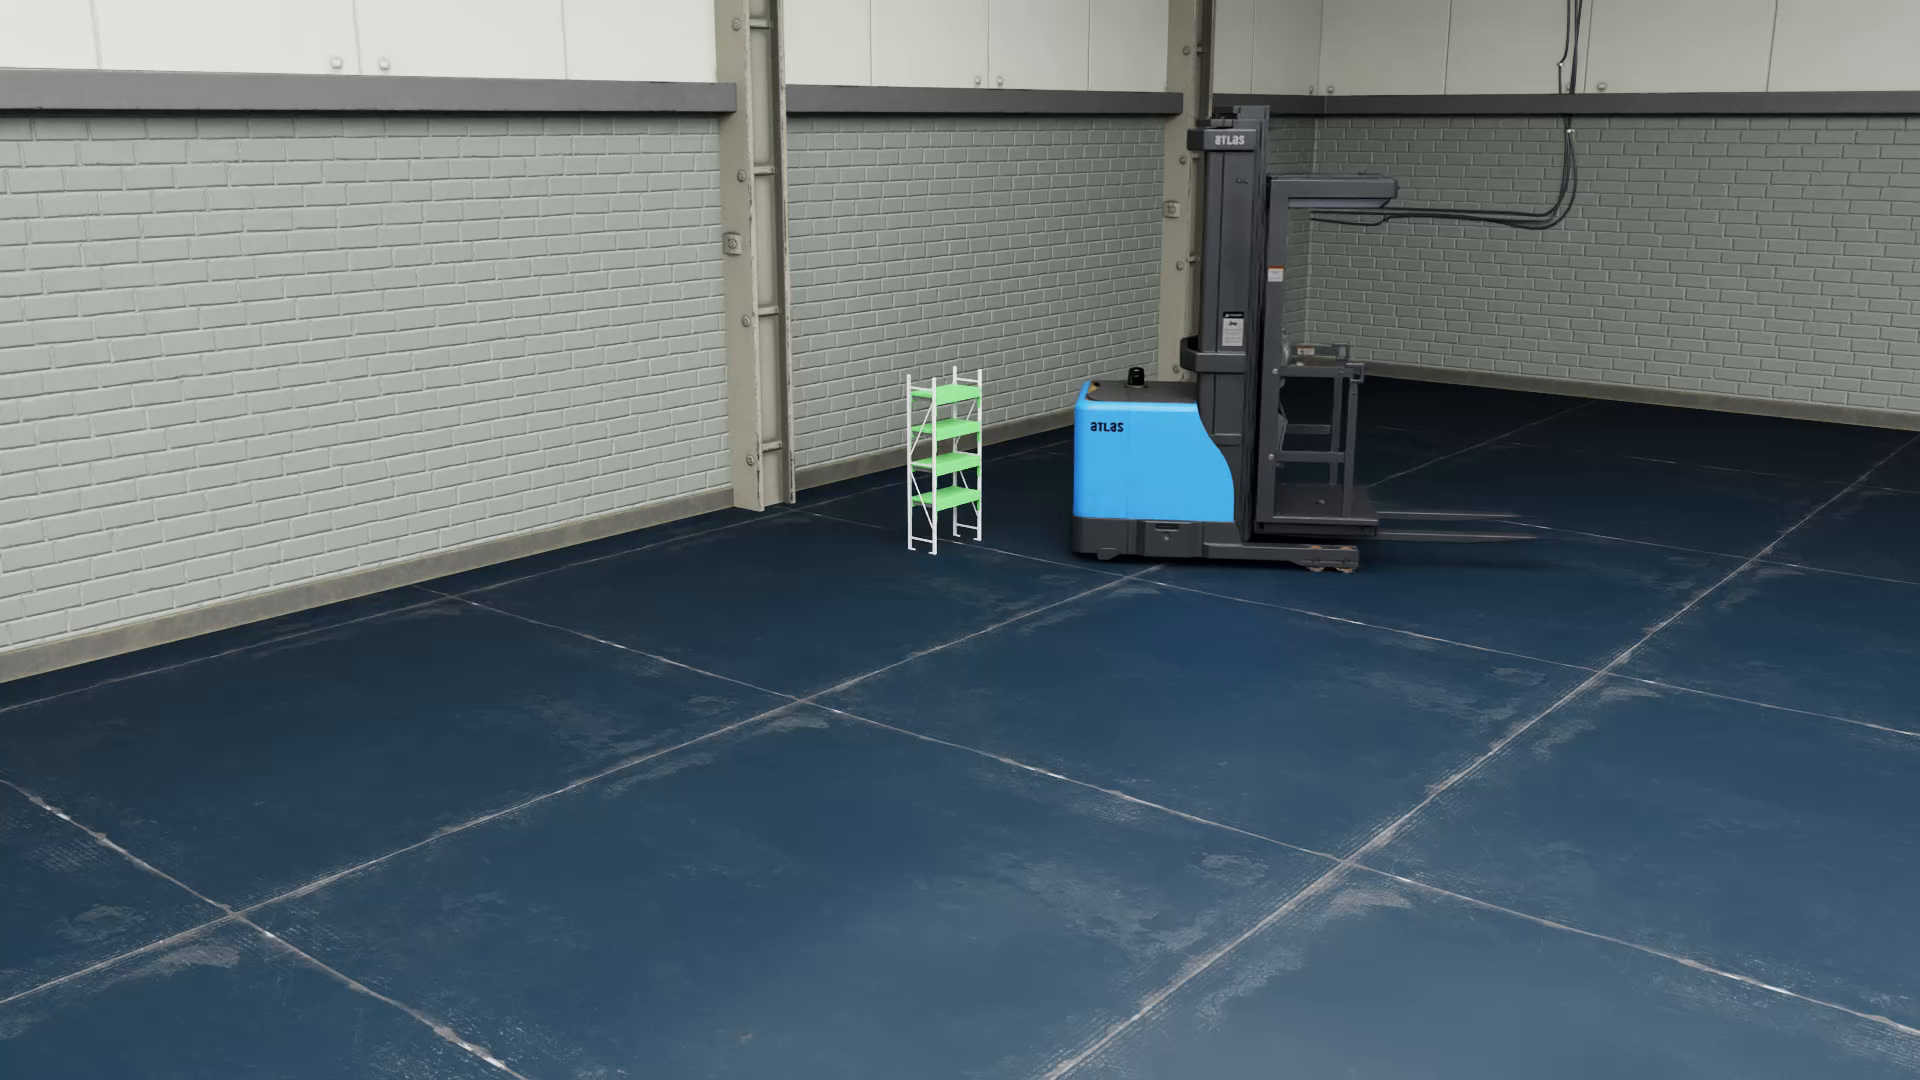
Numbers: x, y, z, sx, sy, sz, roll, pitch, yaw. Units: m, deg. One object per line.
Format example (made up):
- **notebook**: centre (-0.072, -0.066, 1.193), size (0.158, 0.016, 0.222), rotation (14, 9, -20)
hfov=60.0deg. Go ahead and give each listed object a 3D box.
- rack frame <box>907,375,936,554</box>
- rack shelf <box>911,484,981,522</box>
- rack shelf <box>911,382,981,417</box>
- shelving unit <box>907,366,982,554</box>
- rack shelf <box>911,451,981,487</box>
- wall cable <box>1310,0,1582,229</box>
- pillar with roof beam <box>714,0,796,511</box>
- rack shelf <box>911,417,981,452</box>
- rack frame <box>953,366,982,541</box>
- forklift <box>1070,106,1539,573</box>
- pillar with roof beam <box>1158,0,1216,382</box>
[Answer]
- **rack frame**: centre (-0.257, -0.503, 11.166), size (0.240, 1.200, 0.015), rotation (11, 18, 38)
- **rack shelf**: centre (-0.104, -0.255, 11.425), size (0.258, 0.148, 0.480), rotation (11, 18, 38)
- **rack shelf**: centre (-0.104, -0.953, 11.248), size (0.258, 0.148, 0.480), rotation (11, 18, 38)
- **shelving unit**: centre (-0.104, -0.550, 11.350), size (0.258, 1.200, 0.503), rotation (11, 18, 38)
- **rack shelf**: centre (-0.104, -0.488, 11.366), size (0.258, 0.148, 0.480), rotation (11, 18, 38)
- **wall cable**: centre (5.152, -4.640, 17.918), size (3.097, 2.526, 0.112), rotation (11, 18, 38)
- **pillar with roof beam**: centre (1.849, -3.970, 8.975), size (9.100, 9.000, 0.400), rotation (11, 18, 38)
- **rack shelf**: centre (-0.104, -0.721, 11.307), size (0.258, 0.148, 0.480), rotation (11, 18, 38)
- **rack frame**: centre (0.049, -0.597, 11.534), size (0.240, 1.200, 0.015), rotation (11, 18, 38)
- **forklift**: centre (2.293, -1.348, 10.975), size (3.031, 2.935, 1.130), rotation (2, 14, 7)
- **pillar with roof beam**: centre (5.620, -5.119, 13.498), size (9.100, 9.000, 0.400), rotation (11, 18, 38)
